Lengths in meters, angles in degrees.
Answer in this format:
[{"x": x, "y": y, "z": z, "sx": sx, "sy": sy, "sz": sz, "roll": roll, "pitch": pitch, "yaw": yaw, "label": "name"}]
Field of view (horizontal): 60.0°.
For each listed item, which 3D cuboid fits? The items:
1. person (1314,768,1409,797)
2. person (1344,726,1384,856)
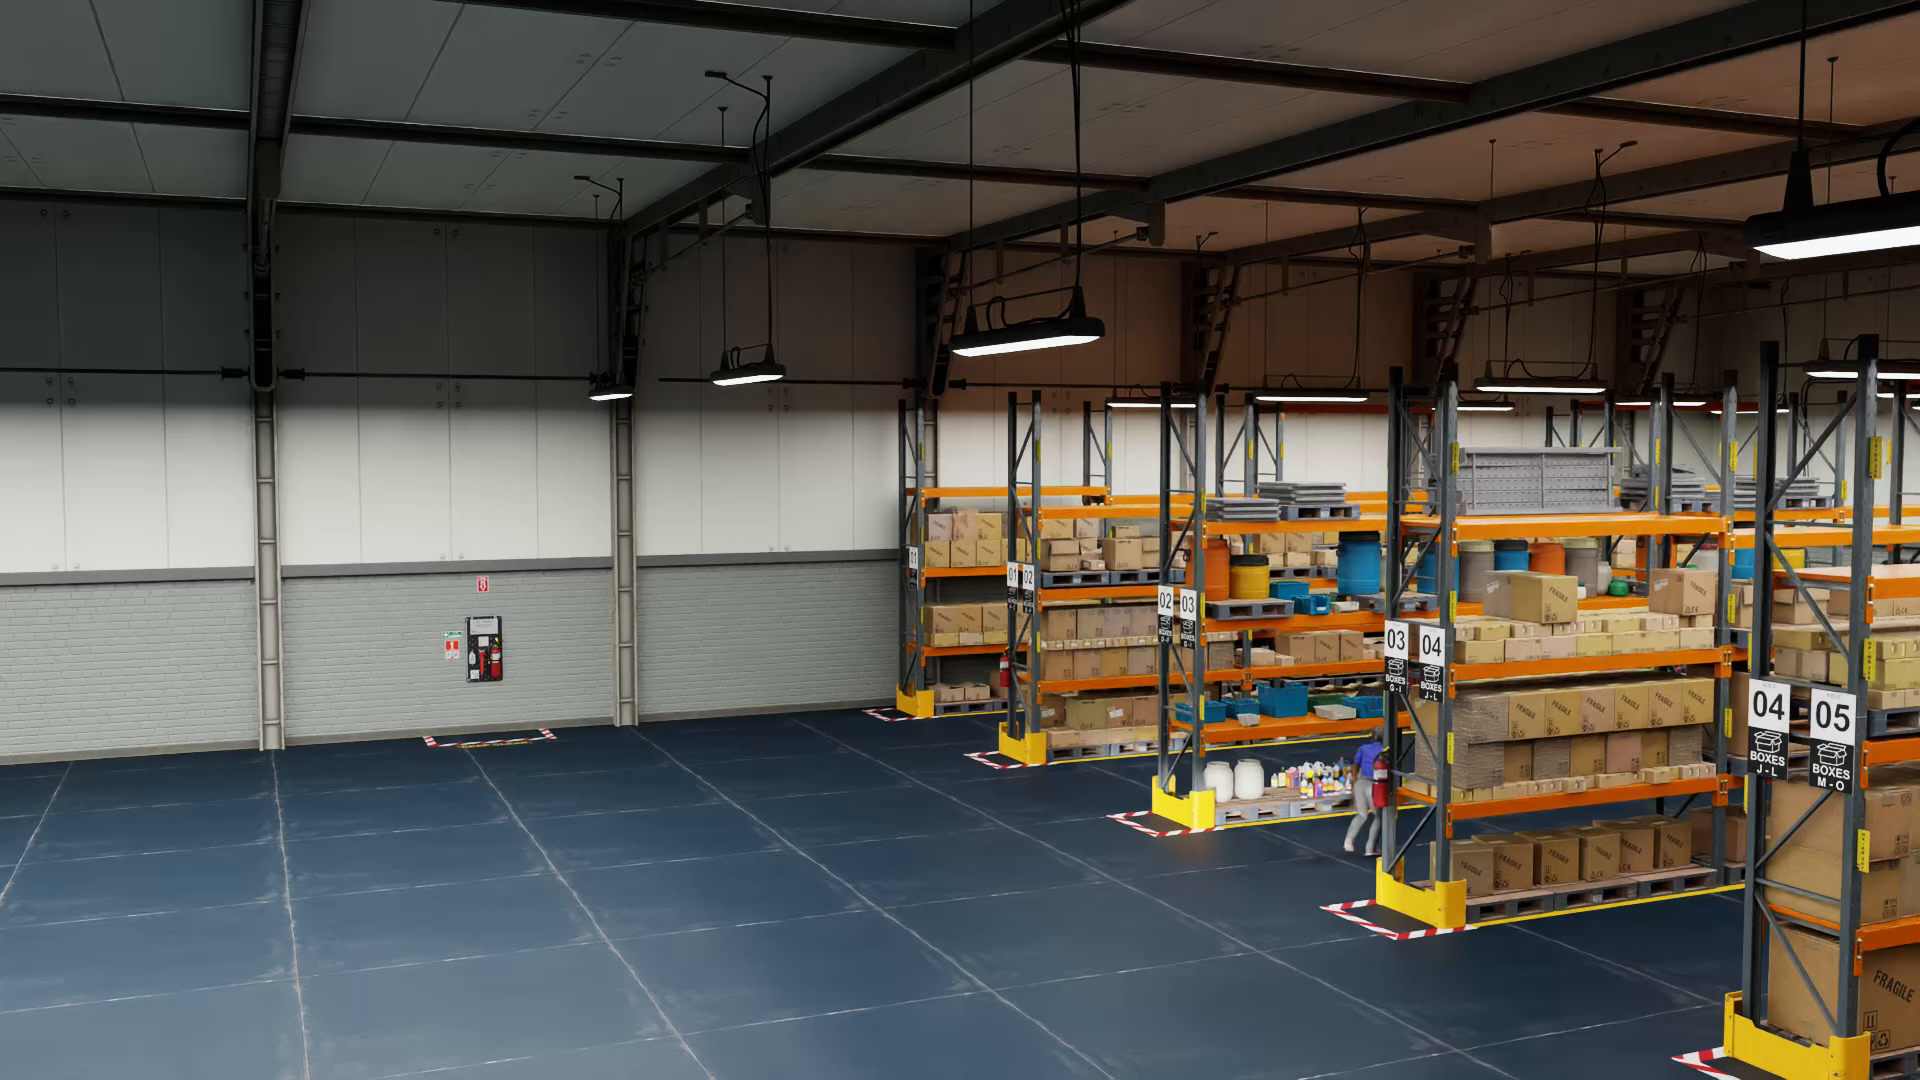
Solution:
[{"x": 14.254, "y": 2.117, "z": 23.277, "sx": 27.195, "sy": 3.375, "sz": 11.814, "roll": 2, "pitch": 4, "yaw": 29, "label": "person"}, {"x": 5.105, "y": 3.145, "z": 20.816, "sx": 0.677, "sy": 1.610, "sz": 0.507, "roll": -3, "pitch": 4, "yaw": -39, "label": "person"}]
